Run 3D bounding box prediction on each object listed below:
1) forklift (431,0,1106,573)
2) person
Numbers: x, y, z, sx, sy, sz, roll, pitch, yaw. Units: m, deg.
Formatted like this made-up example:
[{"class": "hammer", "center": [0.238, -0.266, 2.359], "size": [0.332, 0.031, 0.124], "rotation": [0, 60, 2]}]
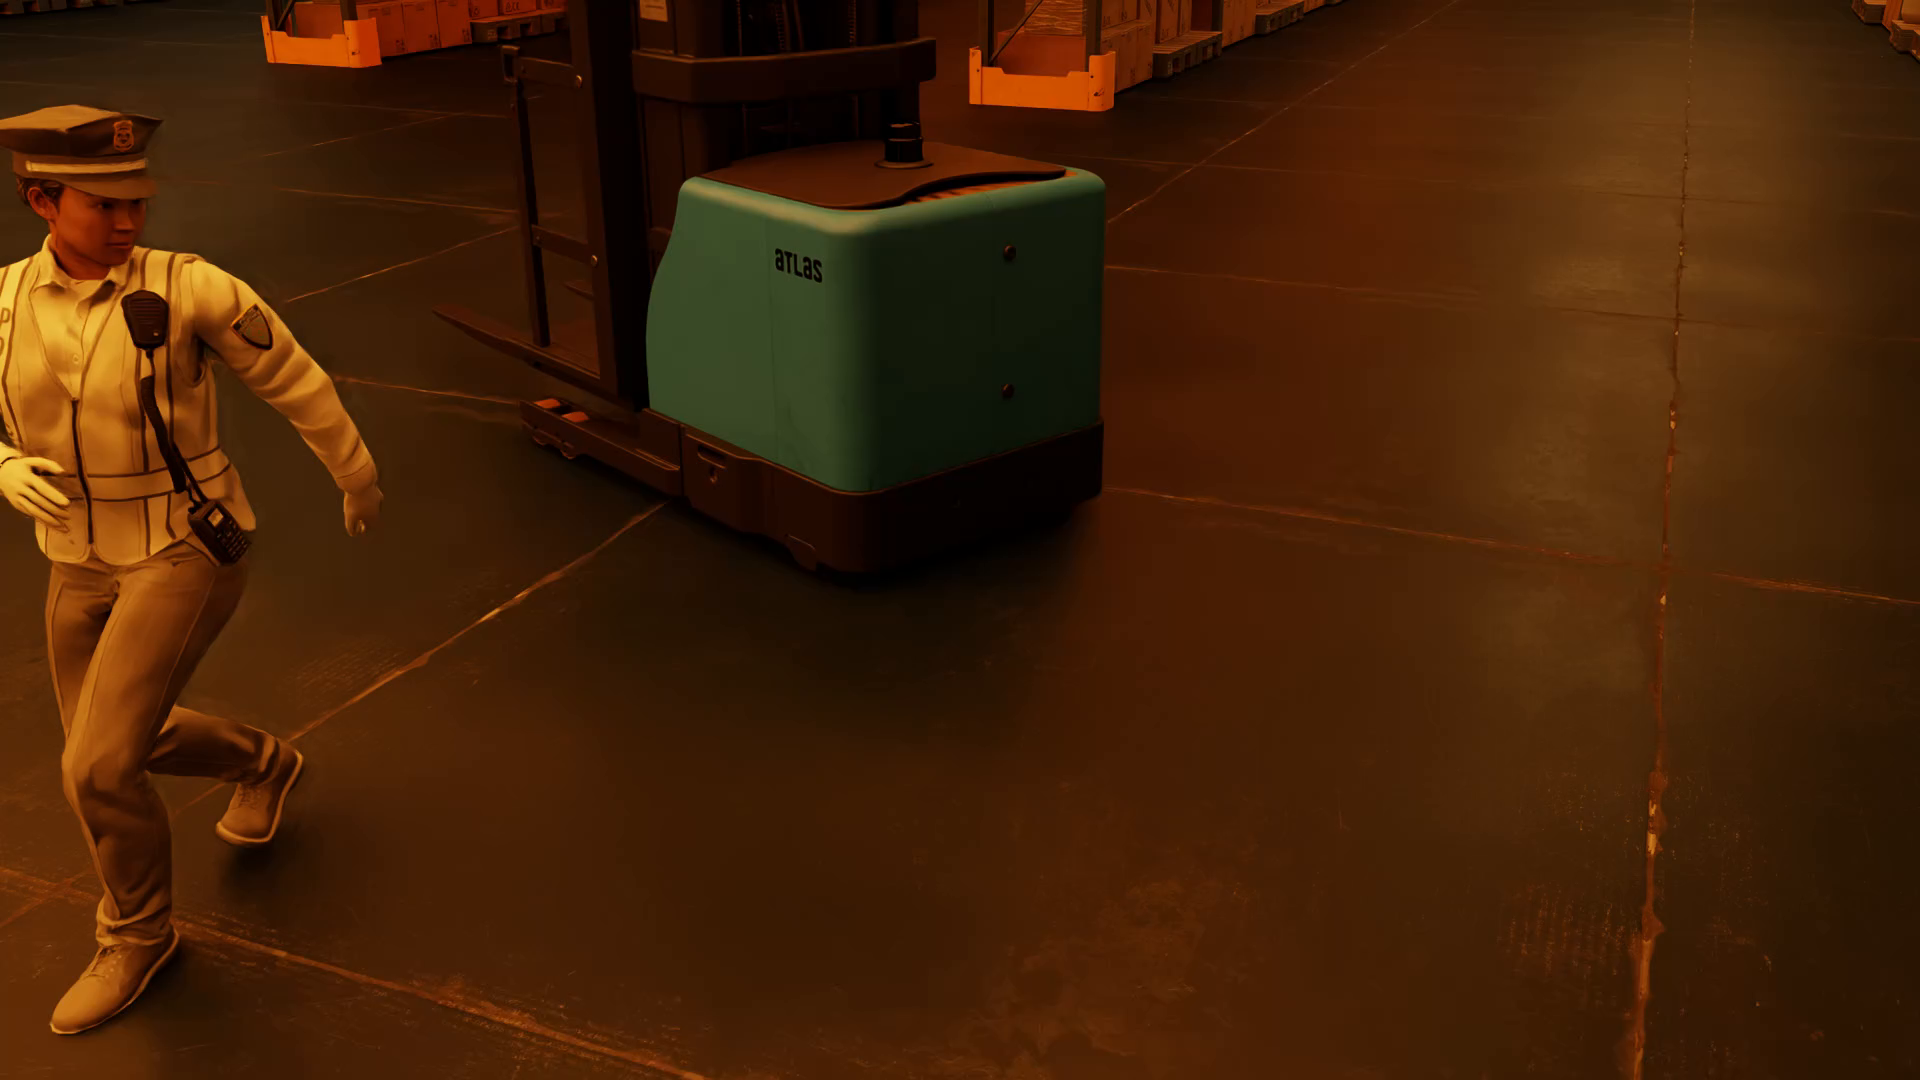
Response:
[{"class": "forklift", "center": [-0.905, -1.745, 5.468], "size": [1.130, 2.935, 3.031], "rotation": [-19, 29, -38]}, {"class": "person", "center": [-1.474, 0.023, 3.031], "size": [0.531, 1.588, 0.814], "rotation": [6, 24, 15]}]
